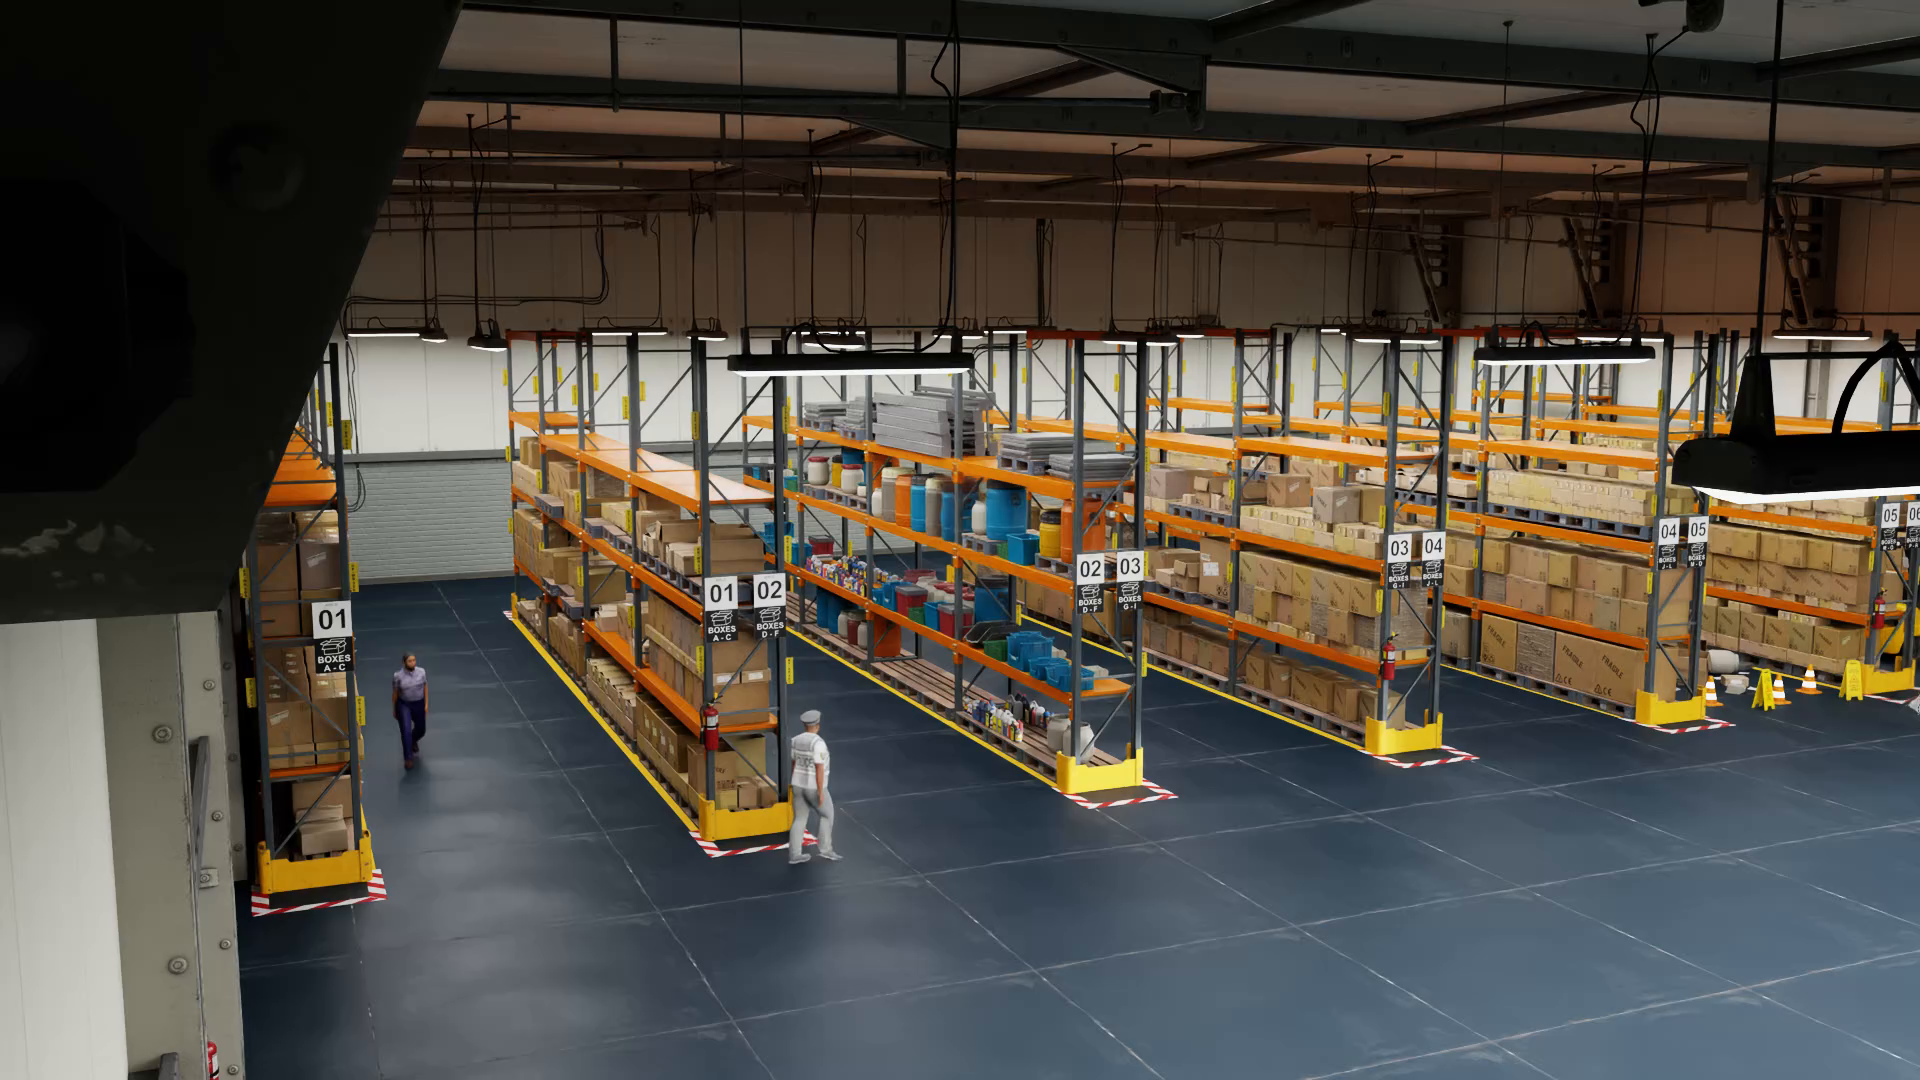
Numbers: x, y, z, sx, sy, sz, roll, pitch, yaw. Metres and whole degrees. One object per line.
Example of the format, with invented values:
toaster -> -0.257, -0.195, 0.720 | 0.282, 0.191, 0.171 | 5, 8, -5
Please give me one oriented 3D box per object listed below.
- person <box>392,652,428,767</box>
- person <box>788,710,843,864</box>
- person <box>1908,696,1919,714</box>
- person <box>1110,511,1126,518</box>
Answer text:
person -> -7.777, 2.334, 23.520 | 0.492, 1.578, 0.947 | -5, 9, -30
person -> -1.738, 2.877, 19.233 | 0.576, 1.807, 0.660 | 6, 10, 35
person -> 15.117, 2.001, 25.549 | 0.896, 1.744, 0.557 | 5, 9, 34
person -> 4.223, -0.532, 44.250 | 0.574, 1.658, 0.485 | -6, 10, -37
